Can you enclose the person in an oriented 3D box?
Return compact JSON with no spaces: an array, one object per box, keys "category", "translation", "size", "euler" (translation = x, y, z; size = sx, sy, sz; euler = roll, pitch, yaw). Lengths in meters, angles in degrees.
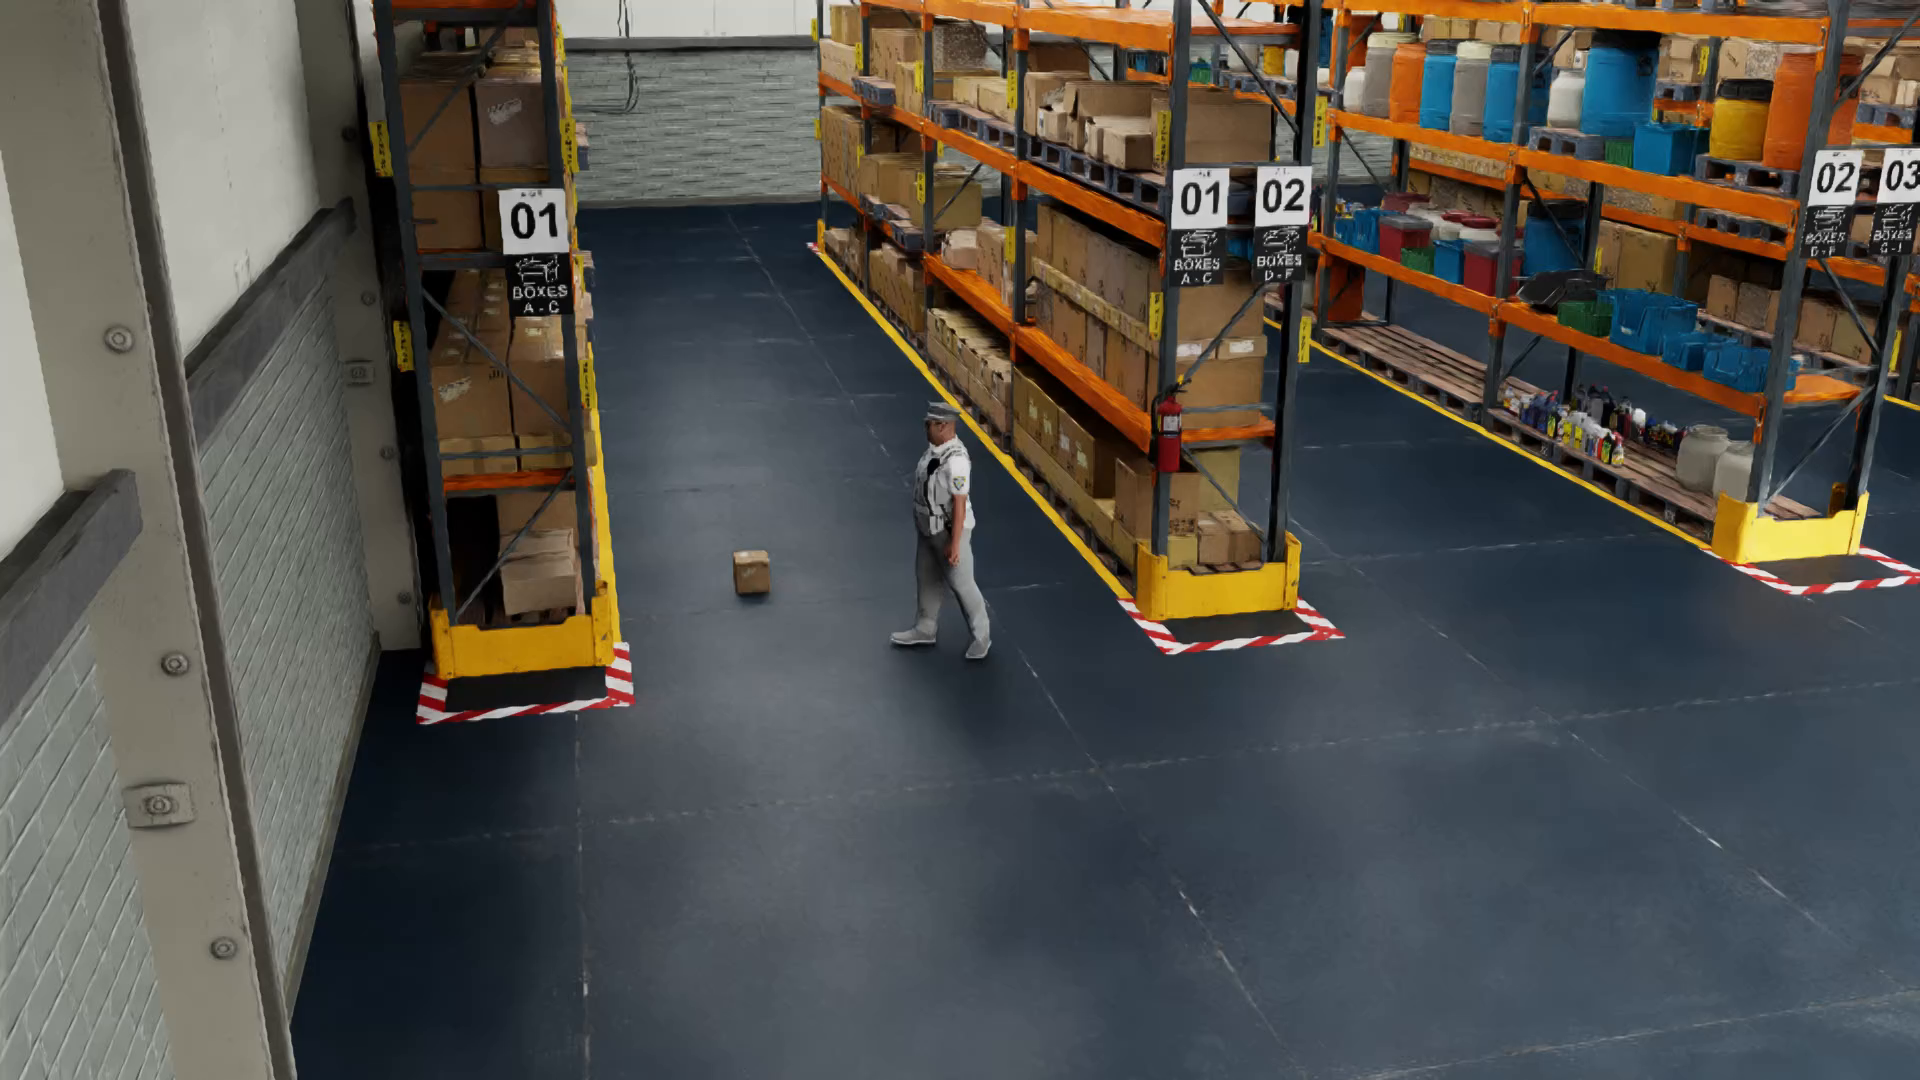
[{"category":"person","translation":[-0.144,-0.095,11.294],"size":[0.639,1.748,0.761],"euler":[-8,21,-20]}]
